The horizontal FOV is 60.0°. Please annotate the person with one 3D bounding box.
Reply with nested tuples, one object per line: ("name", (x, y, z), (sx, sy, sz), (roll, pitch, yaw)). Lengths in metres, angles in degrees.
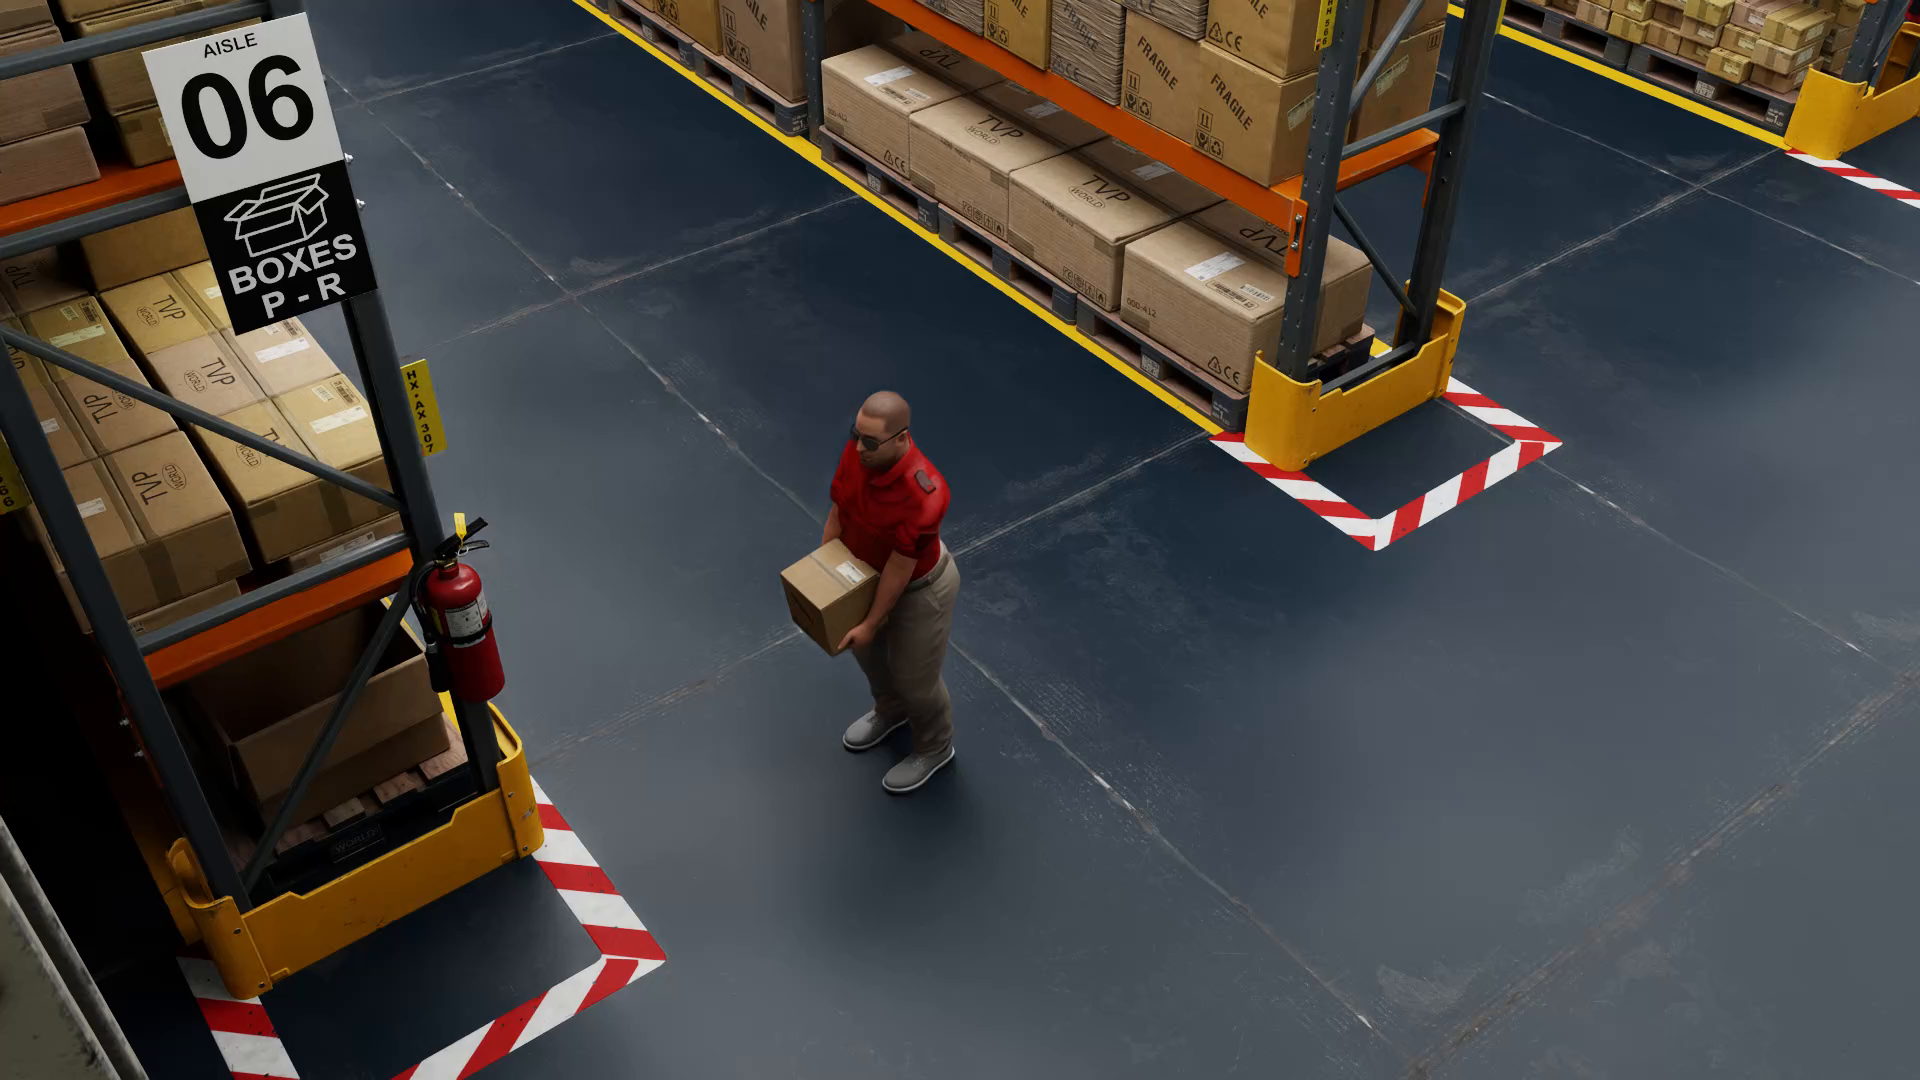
("person", (-0.275, 0.202, 5.940), (0.556, 1.723, 0.489), (-27, 47, -28))
